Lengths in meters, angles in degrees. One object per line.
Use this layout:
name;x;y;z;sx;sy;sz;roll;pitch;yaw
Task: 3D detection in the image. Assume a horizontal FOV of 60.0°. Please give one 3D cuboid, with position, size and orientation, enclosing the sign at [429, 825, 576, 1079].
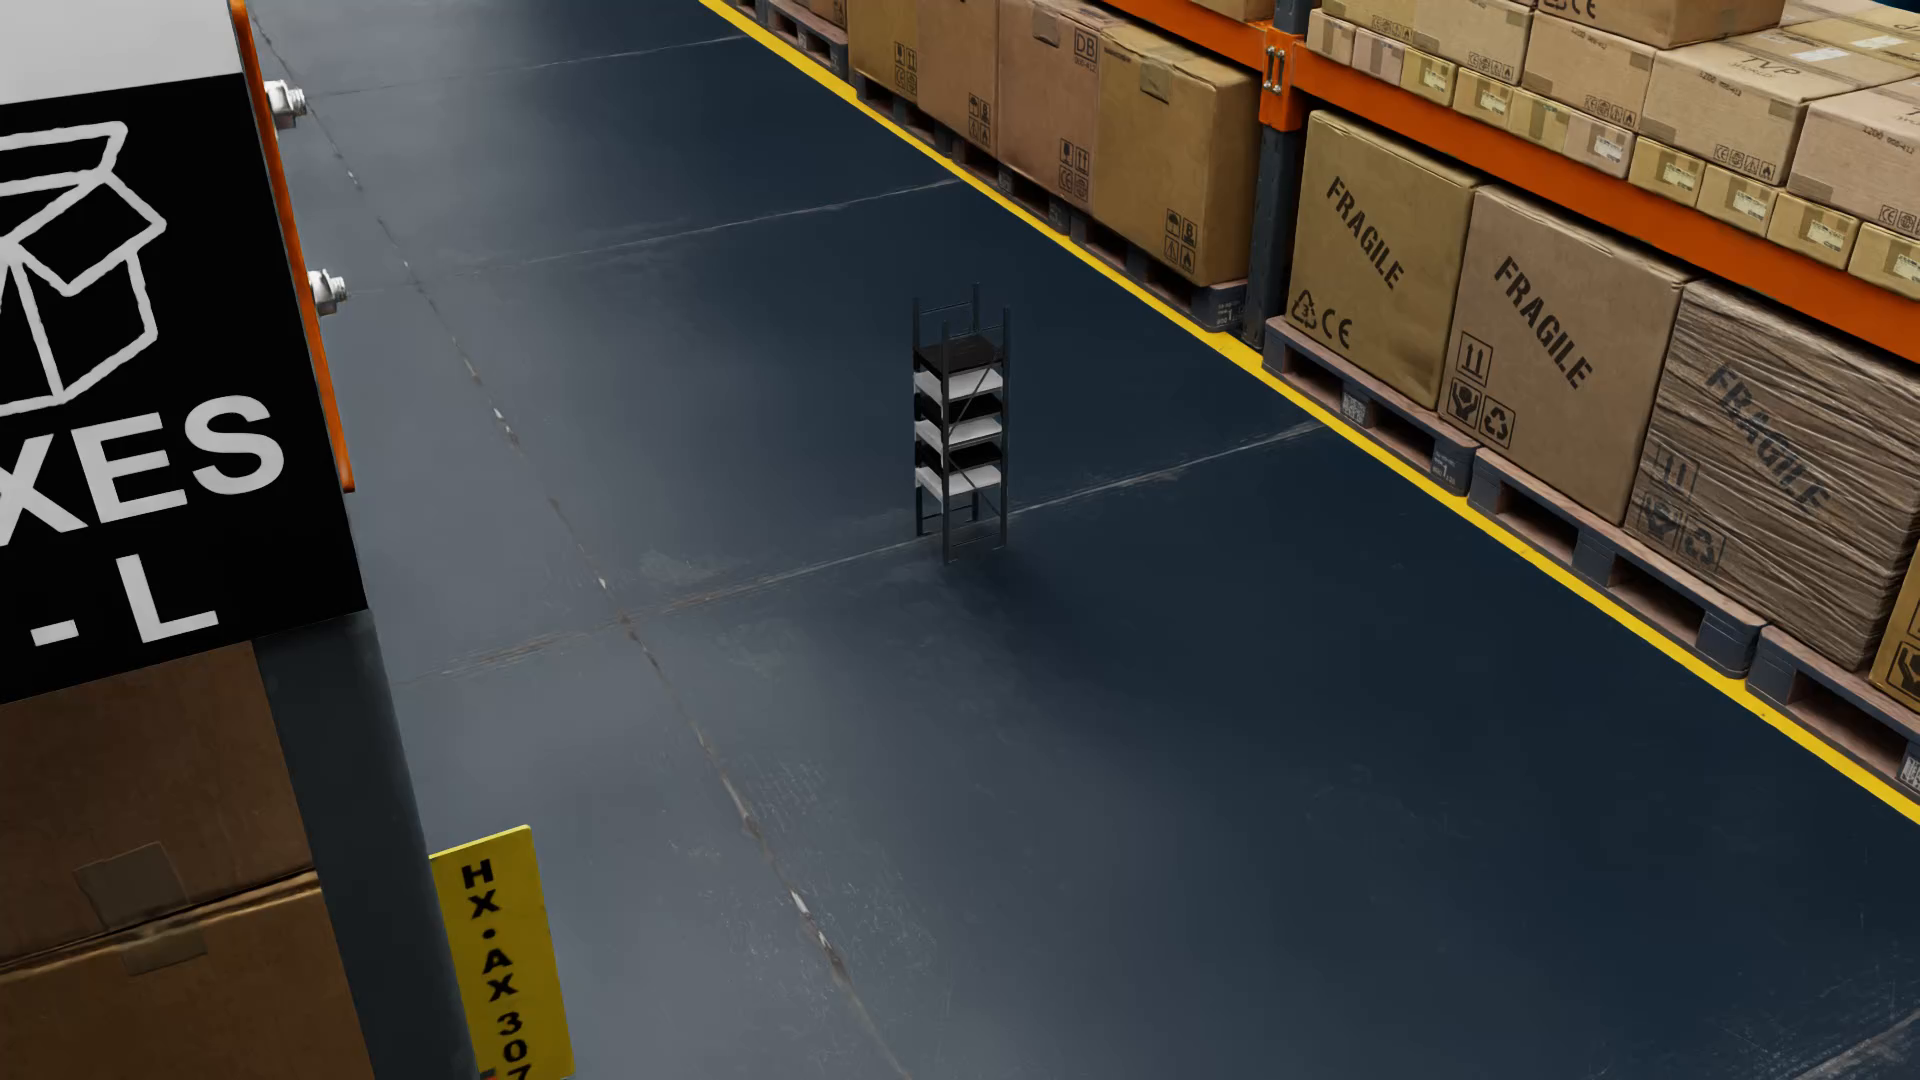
sign;-0.425;0.402;1.540;0.100;0.325;0.005;-16;36;-23

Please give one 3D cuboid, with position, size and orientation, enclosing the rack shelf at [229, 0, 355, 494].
rack shelf;-1.838;-1.012;2.435;1.077;0.370;4.000;-16;36;-23

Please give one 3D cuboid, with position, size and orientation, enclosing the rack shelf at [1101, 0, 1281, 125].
rack shelf;0.732;-2.857;8.096;1.077;0.370;4.000;-16;36;-23

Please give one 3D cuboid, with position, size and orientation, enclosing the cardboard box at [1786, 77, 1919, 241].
cardboard box;2.596;-1.008;4.406;0.500;0.250;0.500;-17;36;-25

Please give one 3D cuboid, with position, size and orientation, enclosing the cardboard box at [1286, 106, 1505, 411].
cardboard box;1.902;-1.153;6.349;0.875;0.875;0.875;-16;36;-23

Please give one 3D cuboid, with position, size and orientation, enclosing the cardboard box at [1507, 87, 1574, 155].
cardboard box;1.998;-1.377;5.351;0.380;0.149;0.250;-16;36;-24

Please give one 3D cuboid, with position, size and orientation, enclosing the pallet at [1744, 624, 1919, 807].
pallet;3.088;0.516;4.749;1.003;0.211;1.213;-16;36;-23

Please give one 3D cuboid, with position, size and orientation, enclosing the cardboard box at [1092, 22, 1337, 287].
cardboard box;1.349;-1.788;7.341;1.225;0.875;0.875;-16;36;-23

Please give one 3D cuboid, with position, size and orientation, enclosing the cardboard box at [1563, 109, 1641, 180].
cardboard box;2.113;-1.256;5.163;0.380;0.149;0.250;-15;36;-23

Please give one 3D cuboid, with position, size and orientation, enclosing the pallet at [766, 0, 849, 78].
pallet;-0.563;-3.314;10.726;1.003;0.211;1.213;-16;36;-23

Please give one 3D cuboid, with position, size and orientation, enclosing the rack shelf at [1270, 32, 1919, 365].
rack shelf;2.597;-0.948;5.116;1.077;0.370;4.000;-16;36;-23

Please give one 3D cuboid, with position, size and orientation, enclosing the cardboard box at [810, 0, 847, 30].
cardboard box;-0.530;-3.562;10.438;0.700;0.500;0.500;-18;37;-26

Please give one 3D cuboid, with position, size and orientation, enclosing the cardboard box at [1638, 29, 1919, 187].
cardboard box;2.349;-1.256;4.793;0.500;0.250;0.500;-16;36;-23

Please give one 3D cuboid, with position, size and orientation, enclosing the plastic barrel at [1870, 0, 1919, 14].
plastic barrel;5.478;-3.346;9.749;0.600;0.901;0.708;-16;36;-23

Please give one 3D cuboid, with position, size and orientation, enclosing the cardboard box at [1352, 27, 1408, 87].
cardboard box;1.631;-1.750;5.933;0.380;0.149;0.250;-17;36;-25

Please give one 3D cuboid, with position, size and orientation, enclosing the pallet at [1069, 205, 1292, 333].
pallet;1.238;-1.381;7.709;1.003;0.211;1.213;-16;36;-23

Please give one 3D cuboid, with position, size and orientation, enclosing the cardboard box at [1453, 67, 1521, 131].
cardboard box;1.879;-1.499;5.542;0.380;0.149;0.250;-17;36;-24

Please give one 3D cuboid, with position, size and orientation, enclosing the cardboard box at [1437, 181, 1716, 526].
cardboard box;2.321;-0.723;5.678;0.875;0.875;0.875;-16;36;-23

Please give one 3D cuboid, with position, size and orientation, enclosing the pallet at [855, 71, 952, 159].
pallet;0.101;-2.545;9.527;1.003;0.211;1.213;-16;36;-23

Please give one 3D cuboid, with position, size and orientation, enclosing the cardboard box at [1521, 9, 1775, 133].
cardboard box;2.126;-1.493;5.163;0.500;0.250;0.500;-15;36;-22

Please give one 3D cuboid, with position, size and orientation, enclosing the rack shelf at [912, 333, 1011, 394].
rack shelf;0.004;-0.574;5.374;0.258;0.077;0.200;-16;36;-23

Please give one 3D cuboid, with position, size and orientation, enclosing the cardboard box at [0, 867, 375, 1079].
cardboard box;-0.870;0.452;1.896;0.500;0.500;0.500;-14;35;-21

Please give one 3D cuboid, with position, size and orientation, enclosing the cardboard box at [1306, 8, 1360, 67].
cardboard box;1.509;-1.875;6.129;0.380;0.149;0.250;-16;36;-23

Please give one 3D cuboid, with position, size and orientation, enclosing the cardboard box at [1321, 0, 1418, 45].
cardboard box;1.652;-1.977;5.919;0.500;0.250;0.500;-17;36;-24

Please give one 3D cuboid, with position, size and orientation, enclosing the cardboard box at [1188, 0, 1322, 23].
cardboard box;1.205;-2.402;6.626;0.500;0.500;0.500;-16;36;-23

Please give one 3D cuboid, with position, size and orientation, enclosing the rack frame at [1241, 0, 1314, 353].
rack frame;1.665;-2.205;6.412;1.000;3.000;0.127;-16;36;-23

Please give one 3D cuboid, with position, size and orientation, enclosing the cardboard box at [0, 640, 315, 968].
cardboard box;-0.880;0.033;1.622;0.500;0.500;0.500;-16;36;-23

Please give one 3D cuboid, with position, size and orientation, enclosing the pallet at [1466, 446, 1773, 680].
pallet;2.523;-0.066;5.657;1.003;0.211;1.213;-16;36;-23

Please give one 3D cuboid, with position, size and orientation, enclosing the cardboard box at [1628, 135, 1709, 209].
cardboard box;2.237;-1.131;4.968;0.380;0.149;0.250;-17;36;-24

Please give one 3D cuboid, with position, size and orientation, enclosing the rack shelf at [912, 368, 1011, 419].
rack shelf;0.004;-0.499;5.422;0.258;0.077;0.200;-16;36;-23

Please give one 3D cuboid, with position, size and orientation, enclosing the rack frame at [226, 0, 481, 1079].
rack frame;-0.902;0.902;1.562;0.949;2.616;0.053;-16;36;-23

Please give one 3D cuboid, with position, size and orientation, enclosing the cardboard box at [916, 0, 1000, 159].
cardboard box;0.512;-2.635;8.662;1.225;0.875;0.875;-16;36;-23

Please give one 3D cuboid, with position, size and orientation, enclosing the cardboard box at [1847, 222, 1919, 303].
cardboard box;2.595;-0.765;4.396;0.380;0.149;0.250;-17;36;-24

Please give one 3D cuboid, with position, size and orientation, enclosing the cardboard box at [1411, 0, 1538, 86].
cardboard box;1.880;-1.739;5.547;0.500;0.250;0.500;-16;36;-23

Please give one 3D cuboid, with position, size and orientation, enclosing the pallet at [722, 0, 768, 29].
pallet;-1.128;-3.895;11.634;1.003;0.211;1.213;-16;36;-23

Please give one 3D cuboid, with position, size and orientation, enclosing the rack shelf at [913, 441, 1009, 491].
rack shelf;0.004;-0.271;5.568;0.258;0.077;0.200;-16;36;-23

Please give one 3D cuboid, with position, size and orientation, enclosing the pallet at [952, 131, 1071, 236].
pallet;0.666;-1.964;8.619;1.003;0.211;1.213;-16;36;-23

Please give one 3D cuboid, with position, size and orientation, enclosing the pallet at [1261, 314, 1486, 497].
pallet;1.950;-0.649;6.567;1.003;0.211;1.213;-16;36;-23

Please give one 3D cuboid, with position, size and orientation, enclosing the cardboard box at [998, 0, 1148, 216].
cardboard box;0.931;-2.214;8.006;1.225;0.875;0.875;-17;36;-25

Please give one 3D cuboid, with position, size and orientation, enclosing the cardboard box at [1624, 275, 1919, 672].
cardboard box;2.736;-0.298;5.015;0.875;0.875;0.875;-16;36;-23

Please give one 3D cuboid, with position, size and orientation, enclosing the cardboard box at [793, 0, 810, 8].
cardboard box;-0.800;-3.823;10.846;0.700;0.500;0.500;-19;37;-27

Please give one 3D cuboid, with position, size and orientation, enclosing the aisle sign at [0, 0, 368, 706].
aisle sign;-0.606;-0.232;0.922;0.394;0.787;0.004;-16;36;-23

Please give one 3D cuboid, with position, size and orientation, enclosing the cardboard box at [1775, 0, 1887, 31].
cardboard box;2.584;-1.633;5.382;0.500;0.250;0.500;-15;36;-22

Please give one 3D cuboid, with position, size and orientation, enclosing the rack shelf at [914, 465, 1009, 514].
rack shelf;0.004;-0.195;5.616;0.258;0.077;0.200;-16;36;-23

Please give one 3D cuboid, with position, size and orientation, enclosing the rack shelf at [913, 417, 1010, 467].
rack shelf;0.004;-0.347;5.519;0.258;0.077;0.200;-16;36;-23

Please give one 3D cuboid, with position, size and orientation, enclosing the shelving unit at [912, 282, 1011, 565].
shelving unit;0.004;-0.375;5.501;0.258;0.900;0.210;-16;36;-23

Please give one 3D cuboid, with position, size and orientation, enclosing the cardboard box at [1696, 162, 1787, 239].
cardboard box;2.360;-1.007;4.775;0.380;0.149;0.250;-15;36;-22

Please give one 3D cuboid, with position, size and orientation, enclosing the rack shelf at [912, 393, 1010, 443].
rack shelf;0.004;-0.423;5.471;0.258;0.077;0.200;-16;36;-23

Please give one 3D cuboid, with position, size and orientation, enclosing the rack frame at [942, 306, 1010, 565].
rack frame;0.051;-0.327;5.425;0.240;0.900;0.006;-16;36;-23

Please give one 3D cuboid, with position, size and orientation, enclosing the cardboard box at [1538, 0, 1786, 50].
cardboard box;2.131;-1.806;4.957;0.500;0.500;0.500;-17;36;-25

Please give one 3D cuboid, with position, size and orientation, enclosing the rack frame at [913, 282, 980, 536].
rack frame;-0.044;-0.424;5.577;0.240;0.900;0.006;-16;36;-23

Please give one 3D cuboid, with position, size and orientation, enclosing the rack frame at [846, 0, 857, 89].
rack frame;-0.200;-4.114;9.391;1.000;3.000;0.127;-16;36;-23

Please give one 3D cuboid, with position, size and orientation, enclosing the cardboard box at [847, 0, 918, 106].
cardboard box;0.103;-3.062;9.329;1.225;0.875;0.875;-18;37;-25

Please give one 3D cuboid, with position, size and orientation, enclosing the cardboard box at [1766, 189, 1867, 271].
cardboard box;2.474;-0.889;4.589;0.380;0.149;0.250;-16;36;-23

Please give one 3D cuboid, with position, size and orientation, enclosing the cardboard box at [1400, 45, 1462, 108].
cardboard box;1.754;-1.624;5.737;0.380;0.149;0.250;-15;35;-22

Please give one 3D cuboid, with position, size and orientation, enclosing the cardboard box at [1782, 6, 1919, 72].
cardboard box;2.818;-1.390;5.003;0.500;0.250;0.500;-17;36;-24

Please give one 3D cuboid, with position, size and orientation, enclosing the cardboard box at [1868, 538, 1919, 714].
cardboard box;3.161;0.136;4.338;0.875;0.875;0.875;-16;36;-23

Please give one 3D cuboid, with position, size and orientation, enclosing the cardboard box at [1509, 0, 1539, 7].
cardboard box;1.885;-2.054;5.343;0.500;0.500;0.500;-16;36;-23
